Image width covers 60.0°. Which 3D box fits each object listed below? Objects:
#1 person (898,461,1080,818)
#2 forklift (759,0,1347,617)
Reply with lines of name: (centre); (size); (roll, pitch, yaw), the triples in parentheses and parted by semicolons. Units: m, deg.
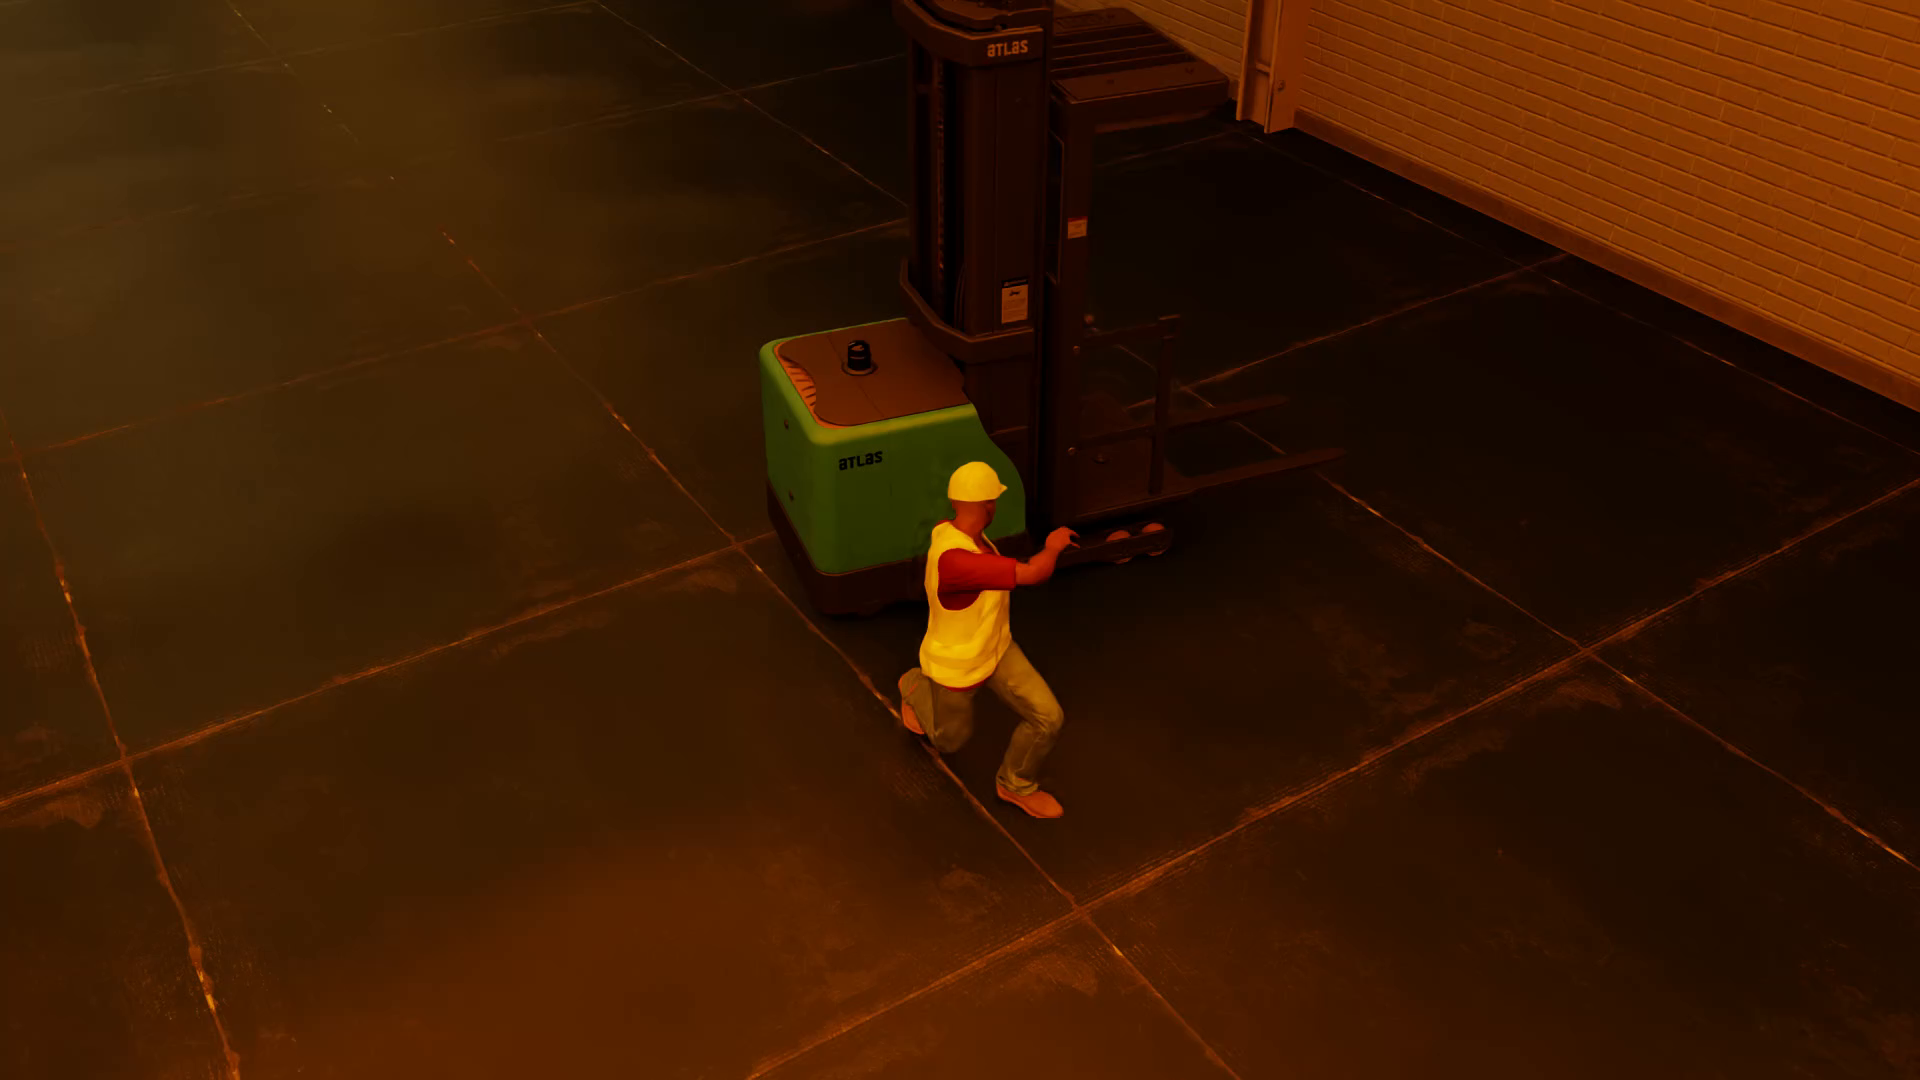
person: (0.150, 0.321, 6.973); (0.974, 1.501, 0.839); (24, 42, 30)
forklift: (0.561, -1.350, 8.069); (3.031, 2.935, 1.130); (-12, 37, -17)
